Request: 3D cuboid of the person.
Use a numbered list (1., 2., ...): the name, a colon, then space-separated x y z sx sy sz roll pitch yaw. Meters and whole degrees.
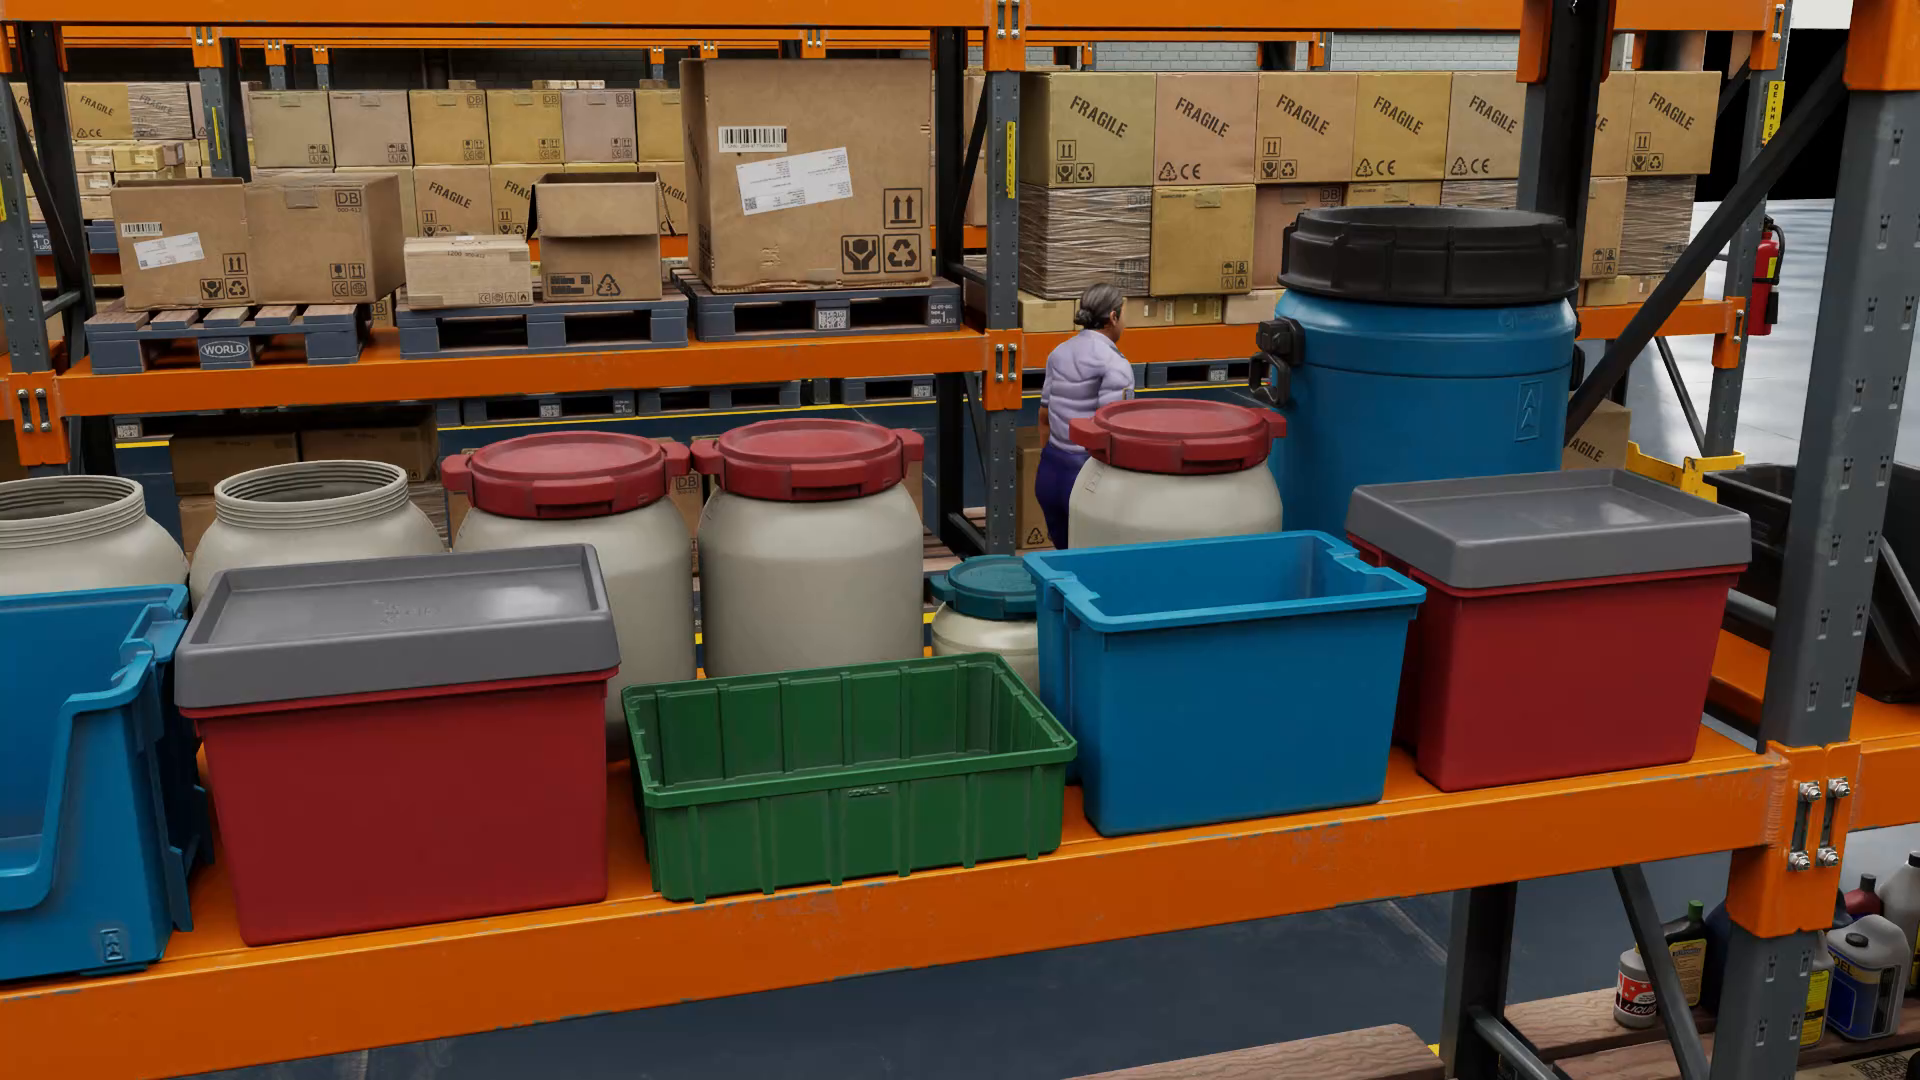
1. person: 0.538 -0.215 6.793 0.375 1.651 0.557 -11 19 -34
